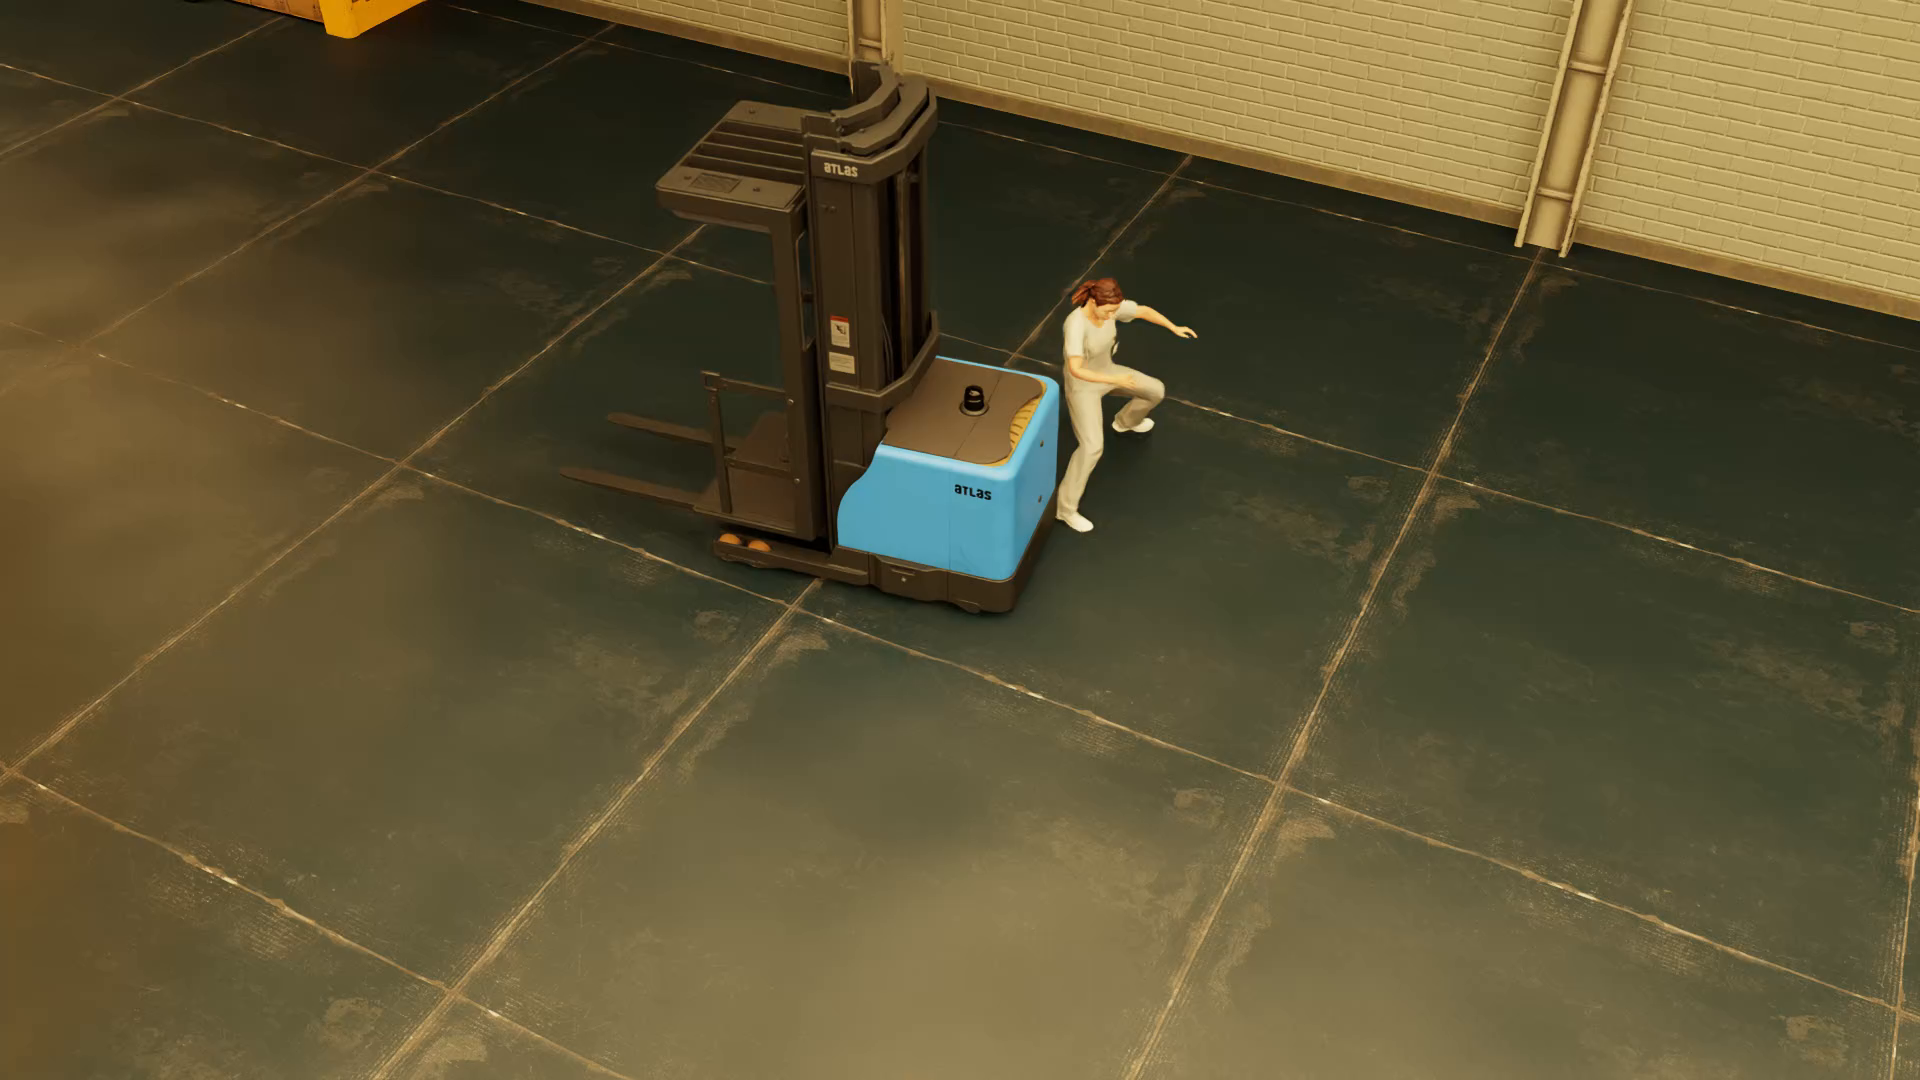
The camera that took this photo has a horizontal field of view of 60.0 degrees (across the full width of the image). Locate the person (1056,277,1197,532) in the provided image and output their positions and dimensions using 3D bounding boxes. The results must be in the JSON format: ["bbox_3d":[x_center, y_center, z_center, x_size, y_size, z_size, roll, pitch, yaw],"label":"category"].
[{"bbox_3d":[0.952,-0.971,10.288,1.158,1.465,0.620,-32,50,-32],"label":"person"}]

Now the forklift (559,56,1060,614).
[{"bbox_3d":[-0.976,-1.261,9.483,3.031,2.935,1.130,12,42,14],"label":"forklift"}]
